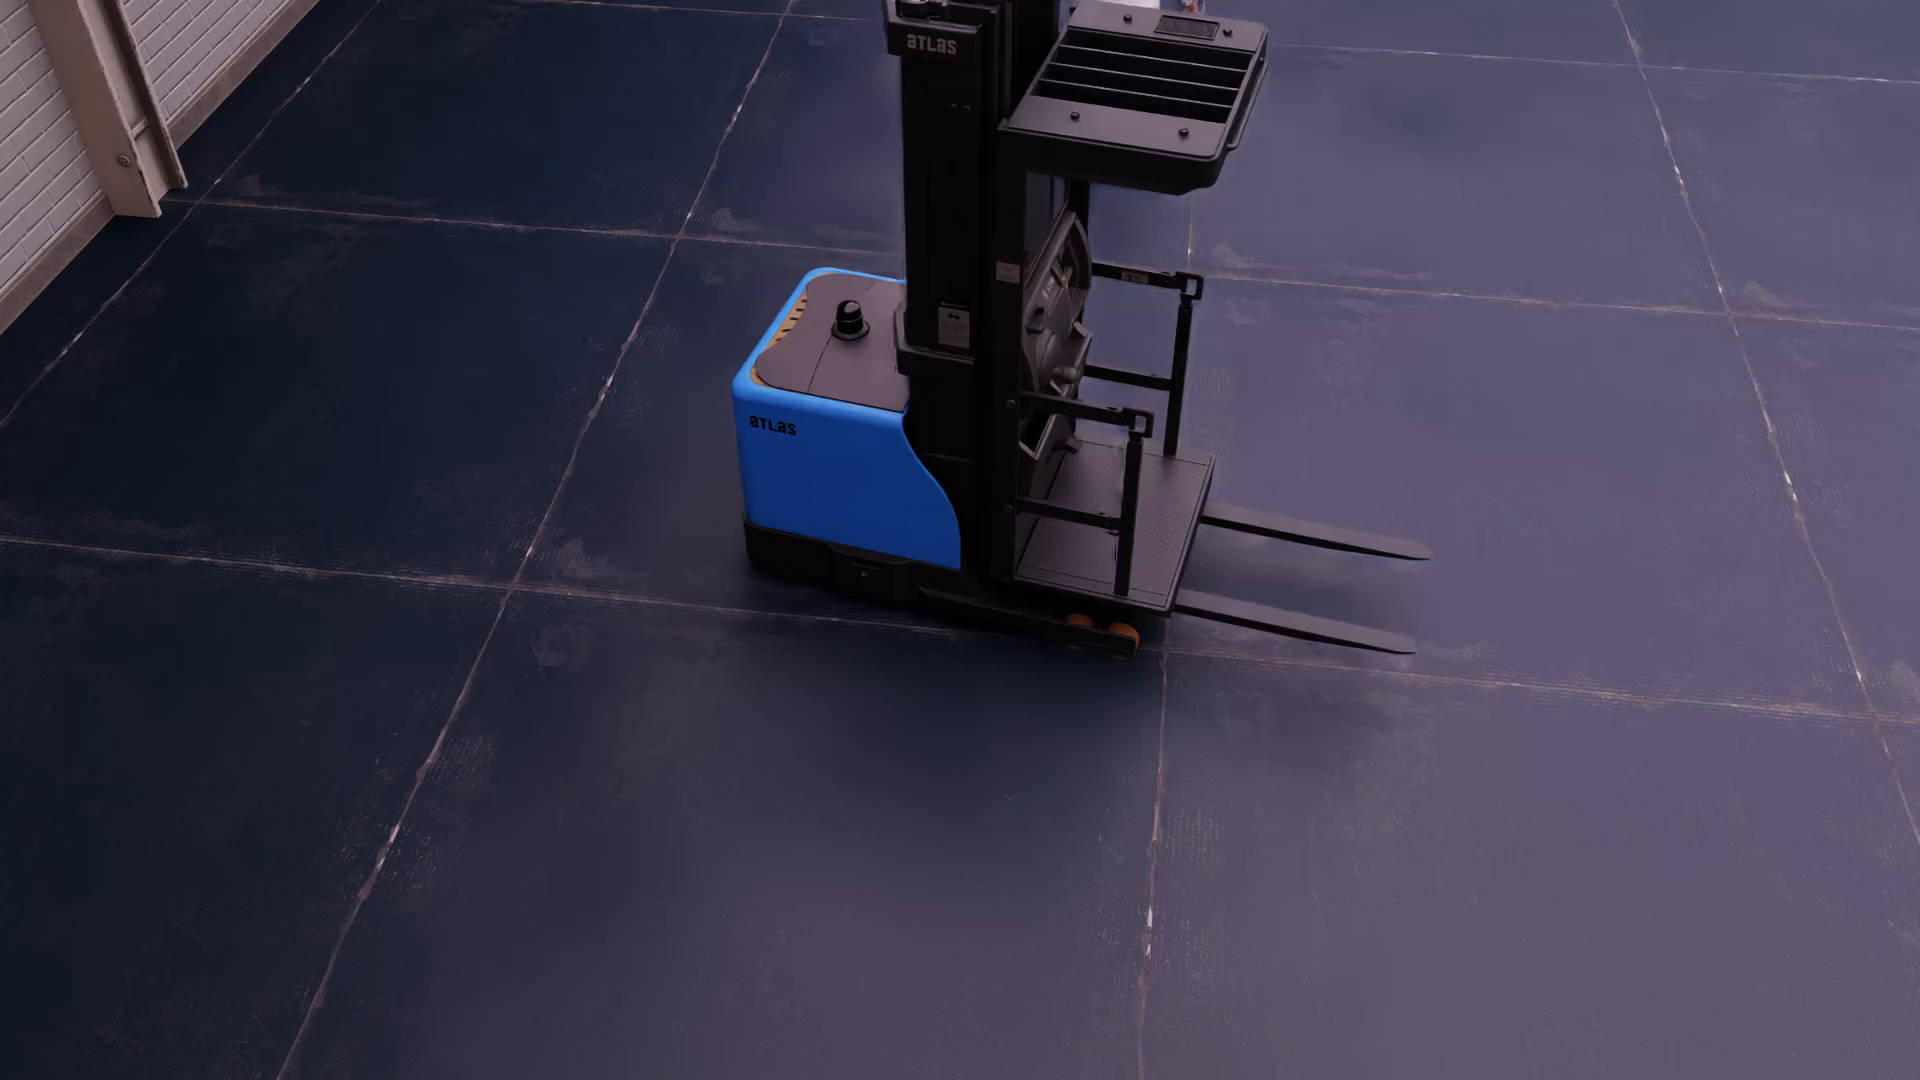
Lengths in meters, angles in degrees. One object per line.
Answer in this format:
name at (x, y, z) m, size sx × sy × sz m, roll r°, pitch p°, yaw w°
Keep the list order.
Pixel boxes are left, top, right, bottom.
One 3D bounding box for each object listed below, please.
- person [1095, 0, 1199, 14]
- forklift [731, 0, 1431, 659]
person at (0.970, -3.189, 10.108) m, size 0.994 × 1.808 × 0.556 m, roll -7°, pitch 43°, yaw -7°
forklift at (0.584, -0.959, 6.768) m, size 3.031 × 2.935 × 1.130 m, roll 12°, pitch 44°, yaw 13°
